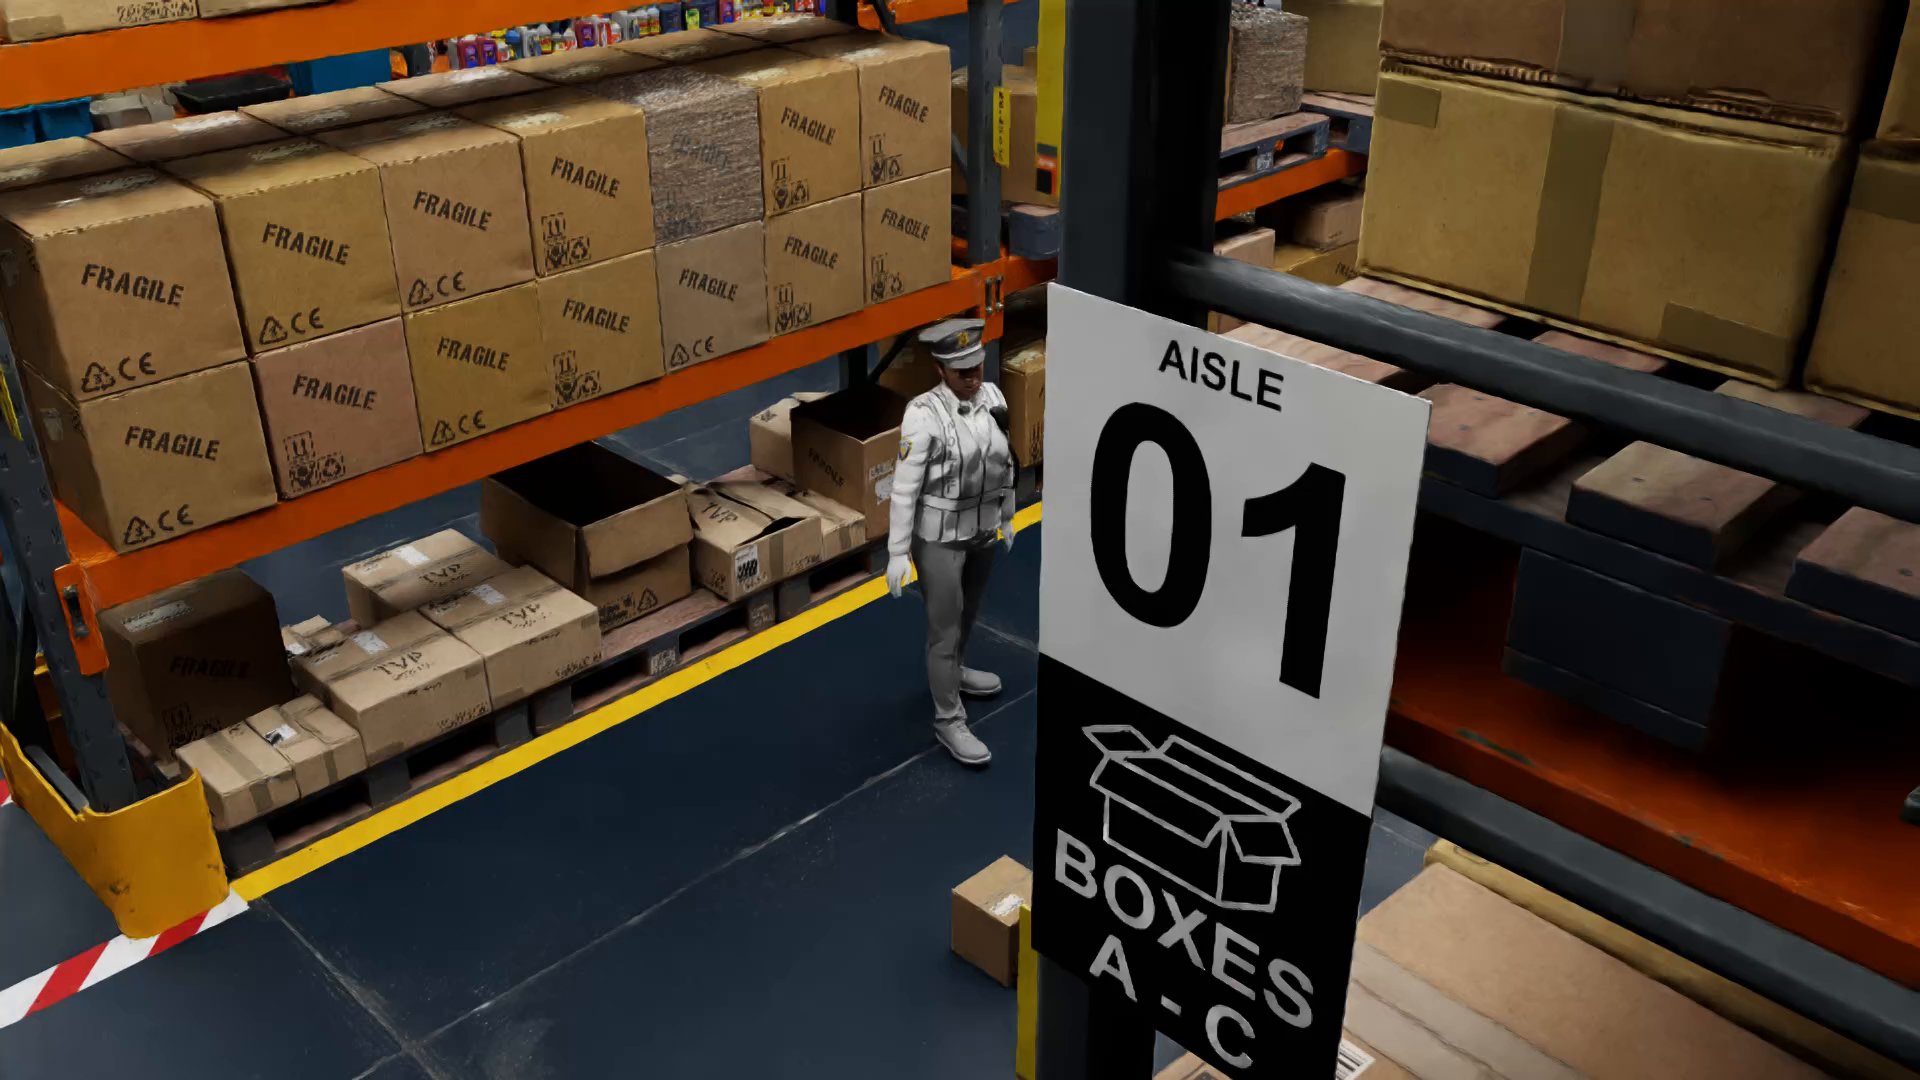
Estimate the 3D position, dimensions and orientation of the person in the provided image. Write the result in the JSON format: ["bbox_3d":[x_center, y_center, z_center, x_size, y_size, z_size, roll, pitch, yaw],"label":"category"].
[{"bbox_3d":[-0.011,-0.014,6.097,0.643,1.665,0.561,-24,36,-37],"label":"person"}]
